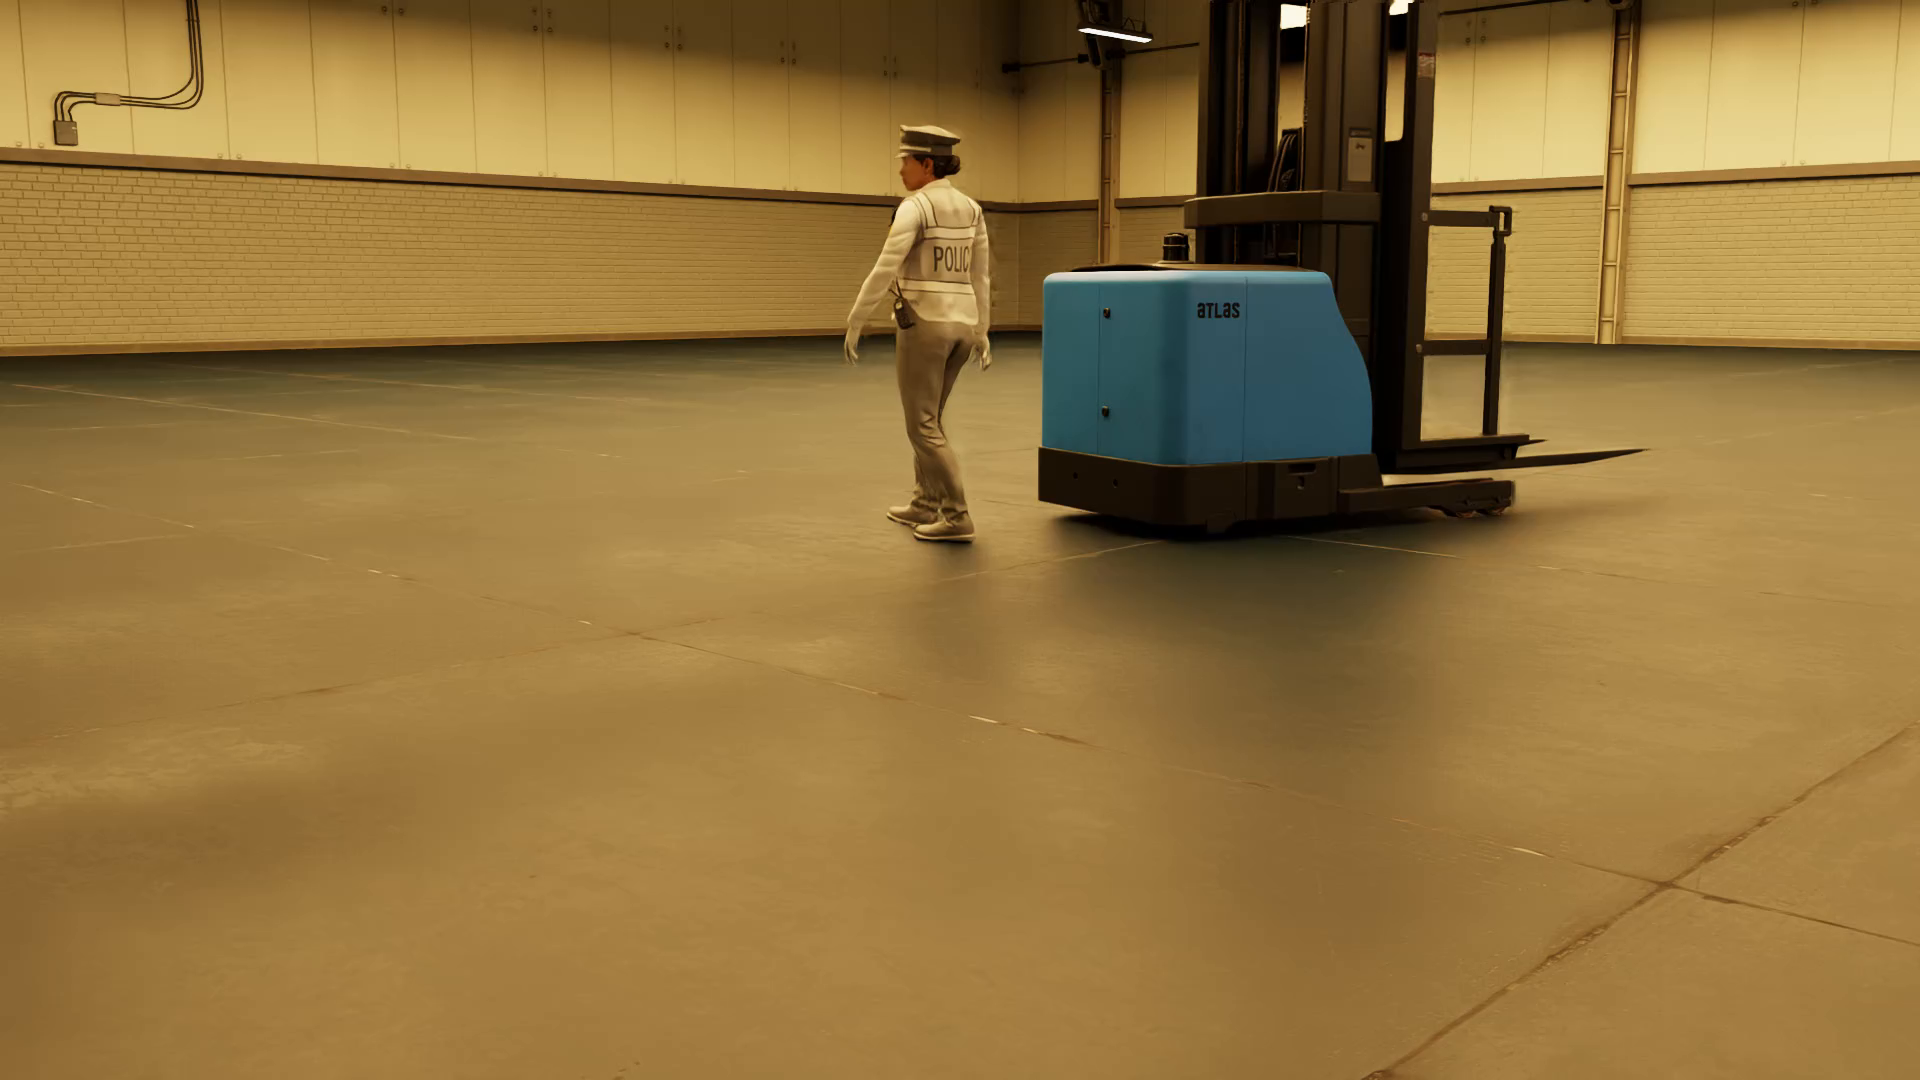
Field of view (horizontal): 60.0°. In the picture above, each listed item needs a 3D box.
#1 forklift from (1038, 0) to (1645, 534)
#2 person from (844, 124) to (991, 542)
[{"bbox_3d":[1.886,-1.606,7.539,3.031,2.935,1.130,-5,10,-29],"label":"forklift"},{"bbox_3d":[-0.173,-0.826,6.704,0.609,1.643,0.615,6,10,35],"label":"person"}]
